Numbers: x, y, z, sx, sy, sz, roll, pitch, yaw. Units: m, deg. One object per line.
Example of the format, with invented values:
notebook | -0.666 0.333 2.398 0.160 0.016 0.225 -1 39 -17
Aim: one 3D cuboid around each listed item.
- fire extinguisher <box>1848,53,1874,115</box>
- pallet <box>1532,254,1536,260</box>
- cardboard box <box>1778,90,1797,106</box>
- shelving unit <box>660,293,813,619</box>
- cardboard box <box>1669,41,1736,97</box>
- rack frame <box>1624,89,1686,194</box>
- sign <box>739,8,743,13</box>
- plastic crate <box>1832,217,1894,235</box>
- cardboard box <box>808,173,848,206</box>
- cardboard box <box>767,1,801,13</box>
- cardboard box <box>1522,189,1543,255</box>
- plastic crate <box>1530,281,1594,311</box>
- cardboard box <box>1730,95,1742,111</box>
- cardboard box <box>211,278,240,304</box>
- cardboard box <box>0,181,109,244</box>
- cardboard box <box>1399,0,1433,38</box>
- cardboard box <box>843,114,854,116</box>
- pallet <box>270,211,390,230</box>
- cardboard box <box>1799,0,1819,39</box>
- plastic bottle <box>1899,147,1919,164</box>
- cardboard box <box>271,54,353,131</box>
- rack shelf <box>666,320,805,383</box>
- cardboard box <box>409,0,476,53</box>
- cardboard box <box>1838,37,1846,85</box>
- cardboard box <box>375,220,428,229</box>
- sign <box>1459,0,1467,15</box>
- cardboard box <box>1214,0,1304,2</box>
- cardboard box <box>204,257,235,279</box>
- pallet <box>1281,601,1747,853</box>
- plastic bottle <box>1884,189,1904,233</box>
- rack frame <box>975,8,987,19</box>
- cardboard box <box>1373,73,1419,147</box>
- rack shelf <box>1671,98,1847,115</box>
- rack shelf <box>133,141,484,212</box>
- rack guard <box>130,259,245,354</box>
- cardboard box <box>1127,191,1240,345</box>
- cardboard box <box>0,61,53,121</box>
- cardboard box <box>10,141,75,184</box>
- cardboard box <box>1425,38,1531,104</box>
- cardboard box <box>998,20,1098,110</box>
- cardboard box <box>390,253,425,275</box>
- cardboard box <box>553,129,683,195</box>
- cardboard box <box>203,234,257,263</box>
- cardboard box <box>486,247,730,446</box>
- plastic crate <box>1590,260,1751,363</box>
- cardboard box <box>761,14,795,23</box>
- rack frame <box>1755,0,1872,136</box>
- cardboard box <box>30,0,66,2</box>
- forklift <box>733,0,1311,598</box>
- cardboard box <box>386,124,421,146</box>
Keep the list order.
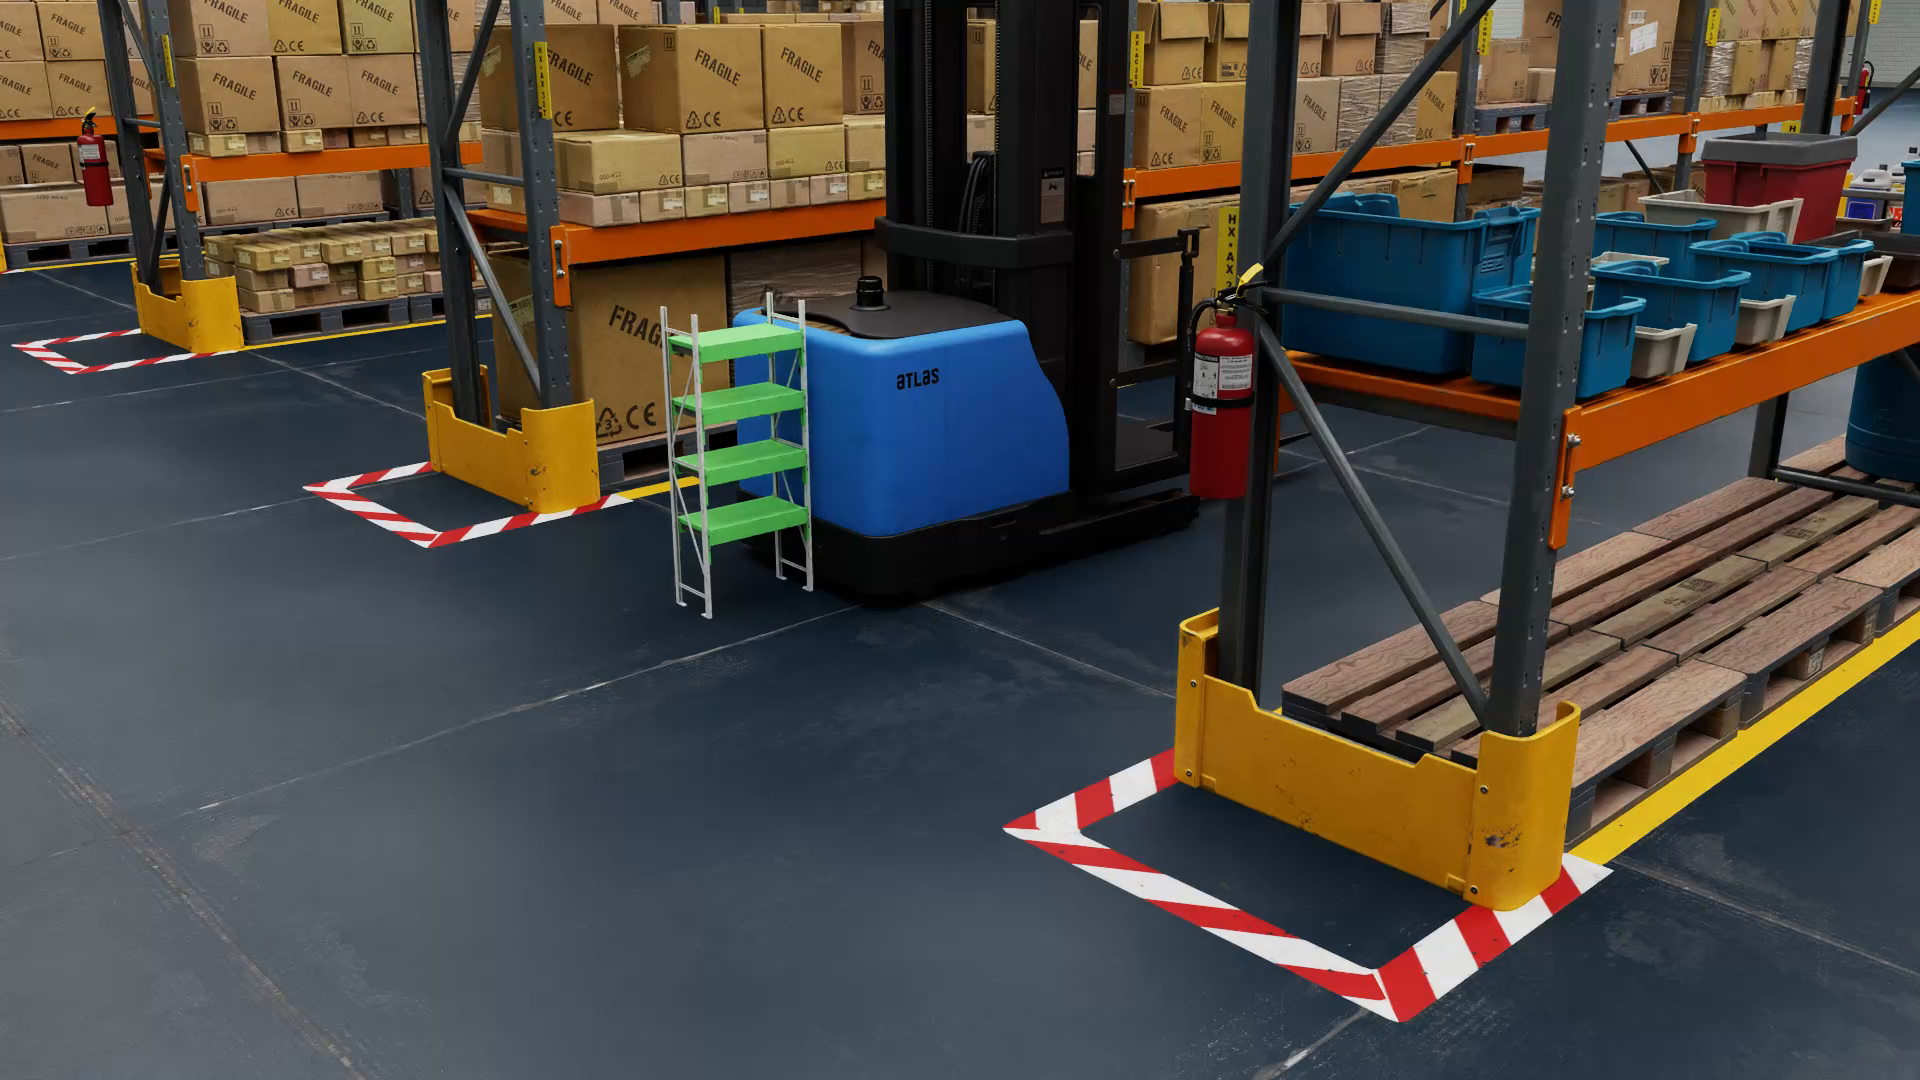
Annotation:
fire extinguisher | 9.799 -4.988 18.131 0.183 0.674 0.296 -16 24 -41
pallet | 5.042 -2.505 14.868 1.213 0.211 1.003 -16 24 -41
cardboard box | 8.317 -4.536 17.020 0.250 0.149 0.380 -16 24 -41
shelving unit | -0.873 -0.339 6.584 0.503 1.200 0.258 -15 23 -38
cardboard box | 6.863 -4.527 15.939 0.500 0.500 0.875 -16 24 -41
rack frame | 6.491 -4.257 15.751 0.053 2.616 0.949 -16 24 -41
sign | -3.349 -7.982 25.492 0.005 0.325 0.100 -16 24 -41
plastic crate | 3.647 -1.288 6.923 0.243 0.136 0.396 -16 24 -41
cardboard box | -0.809 -1.868 8.791 0.250 0.149 0.380 -17 24 -41
cardboard box | -2.227 -6.737 21.022 0.380 0.149 0.250 17 24 41
cardboard box | 4.861 -2.817 14.651 0.500 0.500 0.700 -14 23 -36
plastic crate | 1.865 -0.778 5.352 0.243 0.136 0.396 -16 24 -41
cardboard box | 7.384 -4.279 16.227 0.250 0.149 0.380 -16 24 -41
cardboard box | -5.321 -1.848 12.264 0.250 0.149 0.380 -16 24 -40
cardboard box | -8.624 -3.078 15.587 0.875 0.438 0.875 17 24 42
cardboard box | 5.433 -6.615 21.029 0.550 0.550 0.875 -16 24 -41
cardboard box | -0.942 -2.272 9.391 0.500 0.250 0.500 -16 24 -41
pallet | -6.735 -3.312 17.357 1.213 0.211 1.003 -16 24 -41
cardboard box | 8.445 -5.384 16.961 0.500 0.500 0.500 -16 24 -41
plastic bottle | 4.526 -1.696 7.931 0.185 0.351 0.144 -16 24 -41
cardboard box | -4.673 -3.188 11.809 0.500 0.500 0.500 -16 24 -41
rack shelf | -0.873 -0.735 6.456 0.480 0.148 0.258 -15 23 -38
cardboard box | -3.929 -3.869 12.289 0.500 0.500 0.500 17 25 42
cardboard box | 8.981 -5.183 17.961 0.500 0.500 0.875 -16 24 -41
cardboard box | -4.371 -2.407 13.021 0.380 0.149 0.250 17 25 42
sign | 6.428 -6.776 21.258 0.005 0.325 0.100 -16 24 -41
cardboard box | 3.451 -6.045 19.271 0.550 0.550 0.875 -16 24 -41
cardboard box | -5.373 -2.007 12.272 0.250 0.149 0.380 -17 25 -42
pallet | 1.803 0.557 5.425 1.213 0.211 1.003 -16 24 -41
plastic bottle | 4.247 -1.489 7.535 0.097 0.201 0.097 0 18 0
rack frame | 0.252 -4.542 16.629 0.127 3.000 1.000 -16 24 -41
cardboard box | 3.032 -3.192 12.304 0.500 0.500 0.500 -17 24 -41
rack shelf | 7.946 -4.431 17.137 3.809 0.124 0.919 -16 24 -41
rack shelf | -4.107 -2.928 12.819 4.000 0.370 1.077 -16 24 -41
rack guard | -5.505 -1.673 11.836 0.348 0.500 1.175 -16 24 -41
cardboard box | 1.132 -1.890 11.215 0.875 0.875 1.225 -16 24 -41
cardboard box | -8.489 -4.019 14.856 0.500 0.500 0.500 -17 24 -41
cardboard box | -10.838 -4.427 19.647 0.500 0.500 0.500 -16 24 -40
cardboard box | 4.289 -3.920 13.869 0.500 0.500 0.700 -12 22 -33
cardboard box | 0.530 -2.831 9.897 0.500 0.500 0.500 -15 23 -39
cardboard box | -4.260 -2.110 12.587 0.380 0.149 0.250 16 24 41
cardboard box | -1.692 -1.825 8.010 0.500 0.250 0.500 -17 25 -42
cardboard box | -5.350 -2.142 12.205 0.250 0.149 0.380 -16 24 -40
cardboard box | -1.816 -1.056 8.643 0.875 0.875 0.875 -16 24 -41
plastic crate | 2.061 -0.670 4.863 0.300 0.233 0.416 -16 24 -41
cardboard box | -2.362 -6.174 20.338 0.500 0.500 0.500 -15 23 -38
rack frame | 9.400 -5.104 18.363 0.127 3.000 1.000 -16 24 -41
cardboard box | -8.177 -4.880 14.838 0.250 0.149 0.380 -15 23 -39
forklift | 0.475 -1.521 7.423 3.031 2.935 1.130 -15 23 -38
cardboard box | -4.204 -3.014 12.324 0.250 0.149 0.380 -17 24 -42
